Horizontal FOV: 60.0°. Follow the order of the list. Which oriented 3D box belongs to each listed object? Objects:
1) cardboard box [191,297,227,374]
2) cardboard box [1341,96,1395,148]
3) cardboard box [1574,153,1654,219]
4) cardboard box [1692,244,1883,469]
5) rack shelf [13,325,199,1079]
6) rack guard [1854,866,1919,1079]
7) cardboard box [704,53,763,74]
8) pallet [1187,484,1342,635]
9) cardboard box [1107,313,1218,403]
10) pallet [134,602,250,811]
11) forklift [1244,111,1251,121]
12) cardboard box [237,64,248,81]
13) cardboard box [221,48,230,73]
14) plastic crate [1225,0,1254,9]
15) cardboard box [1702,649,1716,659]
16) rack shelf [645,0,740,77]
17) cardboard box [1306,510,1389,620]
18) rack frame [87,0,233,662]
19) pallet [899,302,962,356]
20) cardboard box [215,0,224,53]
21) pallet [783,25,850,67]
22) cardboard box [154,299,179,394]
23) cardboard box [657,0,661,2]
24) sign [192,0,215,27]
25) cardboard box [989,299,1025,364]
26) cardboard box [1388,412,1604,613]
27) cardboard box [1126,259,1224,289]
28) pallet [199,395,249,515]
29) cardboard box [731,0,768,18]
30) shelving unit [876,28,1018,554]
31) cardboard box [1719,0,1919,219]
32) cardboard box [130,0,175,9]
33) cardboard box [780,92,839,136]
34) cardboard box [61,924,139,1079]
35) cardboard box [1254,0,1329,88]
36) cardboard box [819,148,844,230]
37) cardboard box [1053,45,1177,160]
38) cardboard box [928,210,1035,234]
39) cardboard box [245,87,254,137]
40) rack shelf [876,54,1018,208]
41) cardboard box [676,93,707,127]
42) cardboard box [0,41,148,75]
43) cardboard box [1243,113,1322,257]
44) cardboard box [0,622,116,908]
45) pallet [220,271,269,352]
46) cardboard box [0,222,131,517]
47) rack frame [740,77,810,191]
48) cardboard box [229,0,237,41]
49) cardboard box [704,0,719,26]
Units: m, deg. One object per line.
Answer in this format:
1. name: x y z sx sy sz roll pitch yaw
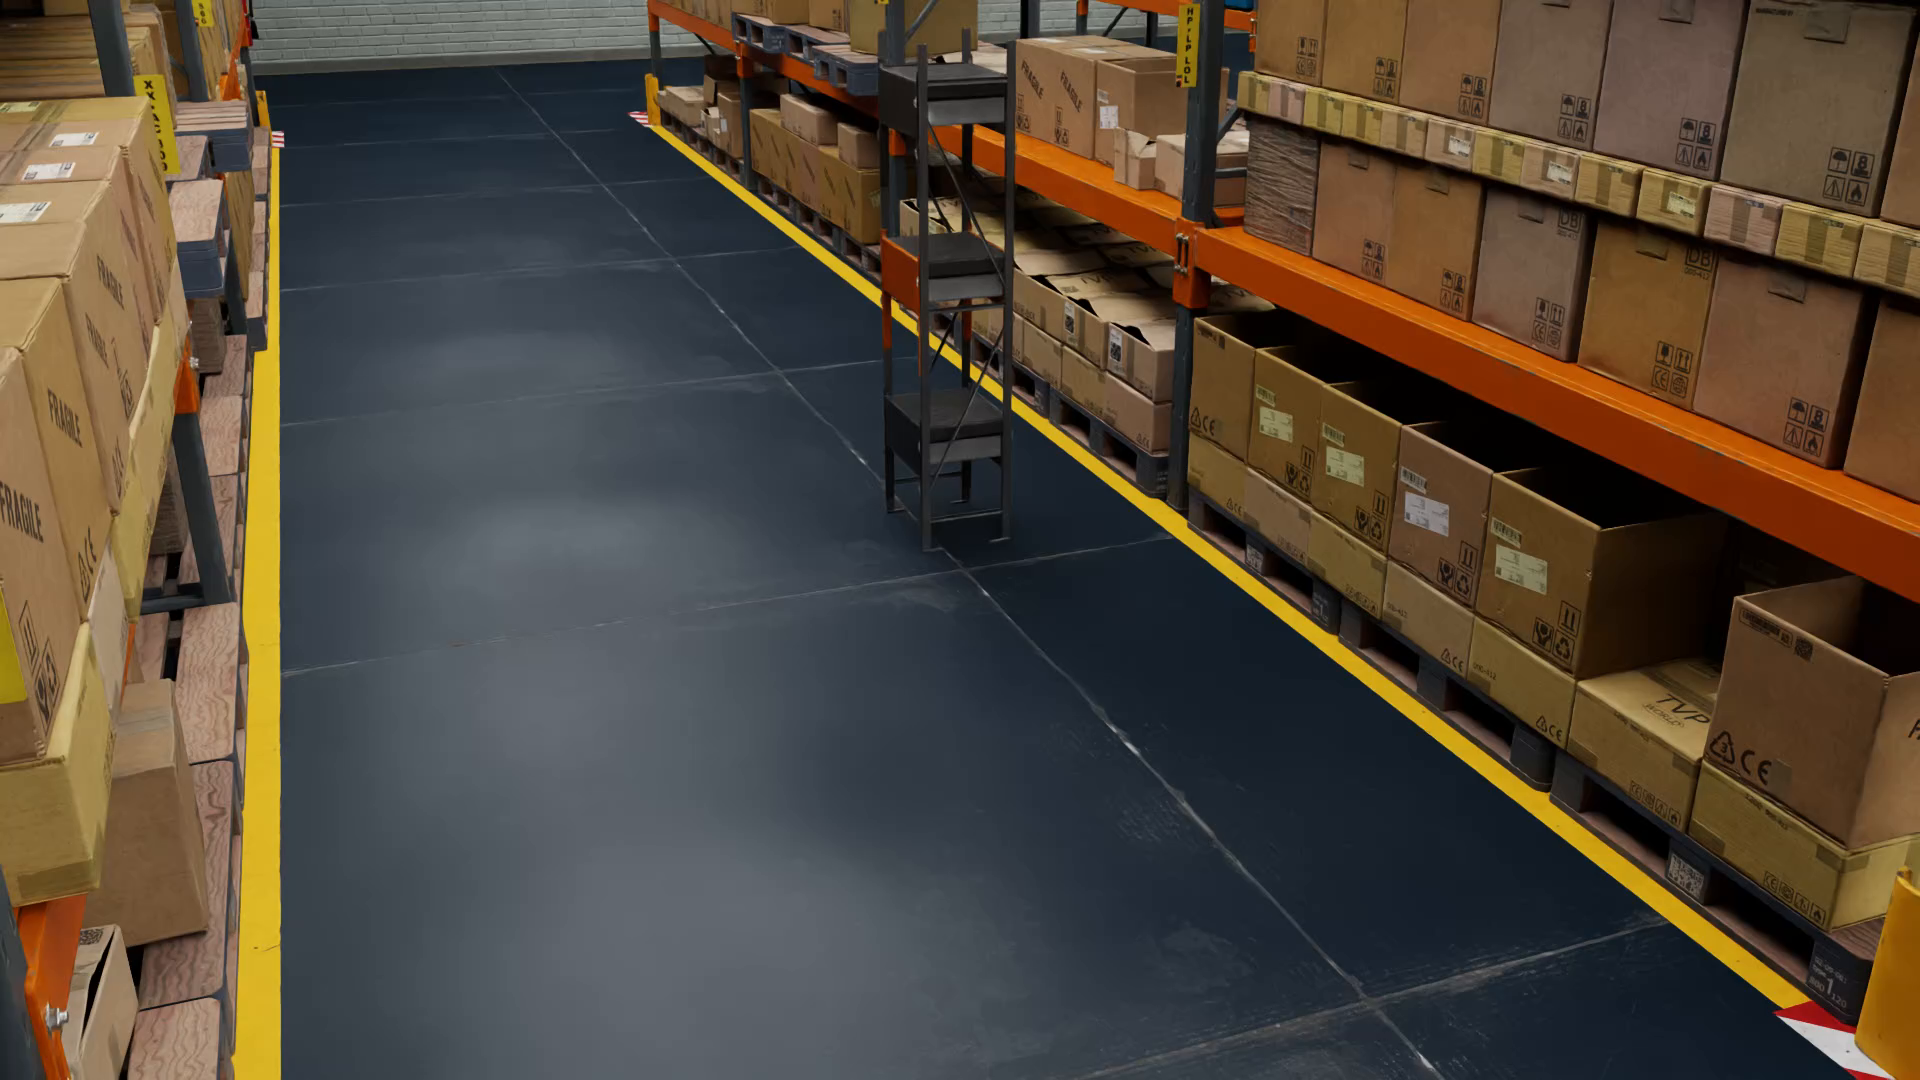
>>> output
1. cardboard box: -4.307 -1.163 8.799 0.700 0.500 0.500 -8 24 -18
2. cardboard box: 1.625 -1.535 6.066 0.380 0.149 0.250 -9 24 -19
3. cardboard box: 2.077 -1.069 4.959 0.380 0.149 0.250 -8 24 -18
4. cardboard box: 2.506 -0.548 4.560 0.700 0.500 0.500 -8 24 -18
5. rack shelf: -2.491 0.145 3.970 1.077 0.370 4.000 -8 24 -19
6. rack guard: 2.857 1.020 4.186 1.175 0.500 0.348 -8 24 -19
7. cardboard box: -2.381 -4.841 17.526 0.500 0.500 0.500 -8 24 -19
8. pallet: 1.677 -0.014 7.012 1.003 0.211 1.213 -8 24 -19
9. cardboard box: 1.024 -0.887 7.769 0.500 0.311 0.500 -8 24 -19
10. pallet: -2.927 0.611 5.528 1.003 0.211 1.213 -8 24 -19
11. forklift: 2.473 -2.811 10.146 1.130 2.935 3.031 14 27 30
12. cardboard box: -6.880 -4.351 15.555 0.380 0.149 0.250 -9 24 -20
13. cardboard box: -5.330 -3.353 11.640 0.380 0.149 0.250 -8 24 -19
14. plastic crate: 2.761 -5.322 15.959 0.392 0.384 0.575 -8 24 -19
15. cardboard box: 2.511 0.345 5.570 0.500 0.250 0.500 -8 24 -19
16. rack shelf: -2.097 -4.896 15.930 1.077 0.370 4.000 -8 24 -19
17. cardboard box: 1.659 0.054 6.258 0.500 0.250 0.500 -8 24 -19
18. rack frame: -3.197 -0.913 5.554 1.000 3.000 0.127 -8 24 -19
19. pallet: 0.277 -1.458 10.437 1.003 0.211 1.213 -8 24 -19
20. cardboard box: -5.266 -3.511 11.181 0.500 0.500 0.500 -8 24 -19
21. pallet: -0.669 -3.665 12.330 1.003 0.211 1.213 -8 24 -19
22. cardboard box: -2.578 -0.540 4.837 0.500 0.250 0.500 -8 24 -19
23. cardboard box: -2.893 -5.803 17.027 0.500 0.500 0.500 -8 24 -18
24. sign: -4.106 -2.941 8.978 0.100 0.325 0.005 -8 24 -19
25. cardboard box: 0.481 -1.186 9.202 0.500 0.250 0.500 -8 24 -18
26. cardboard box: 1.838 -0.110 5.683 0.500 0.500 0.500 -8 24 -19
27. cardboard box: 1.167 -1.334 8.830 0.500 0.311 0.500 -9 25 -21
28. pallet: -3.909 -0.355 7.820 1.003 0.211 1.213 -8 24 -19
29. cardboard box: -1.432 -4.538 13.484 0.700 0.500 0.500 -18 29 -36
30. shelving unit: -0.058 -1.028 6.985 0.431 2.100 0.503 -8 24 -19
31. cardboard box: 2.486 -1.165 4.354 0.700 0.500 0.500 -9 24 -20
32. cardboard box: -4.540 -3.115 9.276 0.500 0.250 0.500 -8 24 -18
33. cardboard box: -1.094 -3.325 12.962 0.500 0.250 0.500 -8 24 -19
34. cardboard box: -2.146 1.106 3.660 0.500 0.311 0.500 -6 24 -15
35. cardboard box: 1.598 -2.078 6.518 0.700 0.500 0.500 -8 24 -19
36. cardboard box: -0.710 -2.594 12.194 0.500 0.500 0.500 -9 25 -21
37. cardboard box: 0.817 -2.295 8.704 0.500 0.500 0.500 -8 24 -19
38. cardboard box: 0.126 -1.812 9.965 0.500 0.311 0.500 -9 24 -20
39. cardboard box: -7.096 -4.074 15.732 0.700 0.500 0.500 -8 24 -19
40. rack shelf: -0.058 -1.660 6.718 0.431 0.518 0.480 -8 24 -19
41. cardboard box: -2.524 -4.290 16.540 0.500 0.250 0.500 -8 24 -19
42. cardboard box: -3.798 -1.790 6.941 0.700 0.500 0.500 -5 23 -12
43. cardboard box: 1.598 -1.480 6.770 0.700 0.500 0.500 -9 24 -20
44. cardboard box: -1.660 0.379 2.655 0.500 0.250 0.500 -9 25 -21
45. pallet: -4.818 -1.378 10.248 1.003 0.211 1.213 -8 24 -19
46. cardboard box: -2.014 -0.329 3.372 0.500 0.500 0.500 -9 25 -21
47. rack frame: -1.391 -4.501 14.066 1.000 3.000 0.127 -8 24 -19
48. cardboard box: -6.453 -4.423 13.496 0.980 0.700 0.700 -9 24 -20
49. cardboard box: -1.991 -4.880 14.838 0.500 0.500 0.500 -8 24 -17
